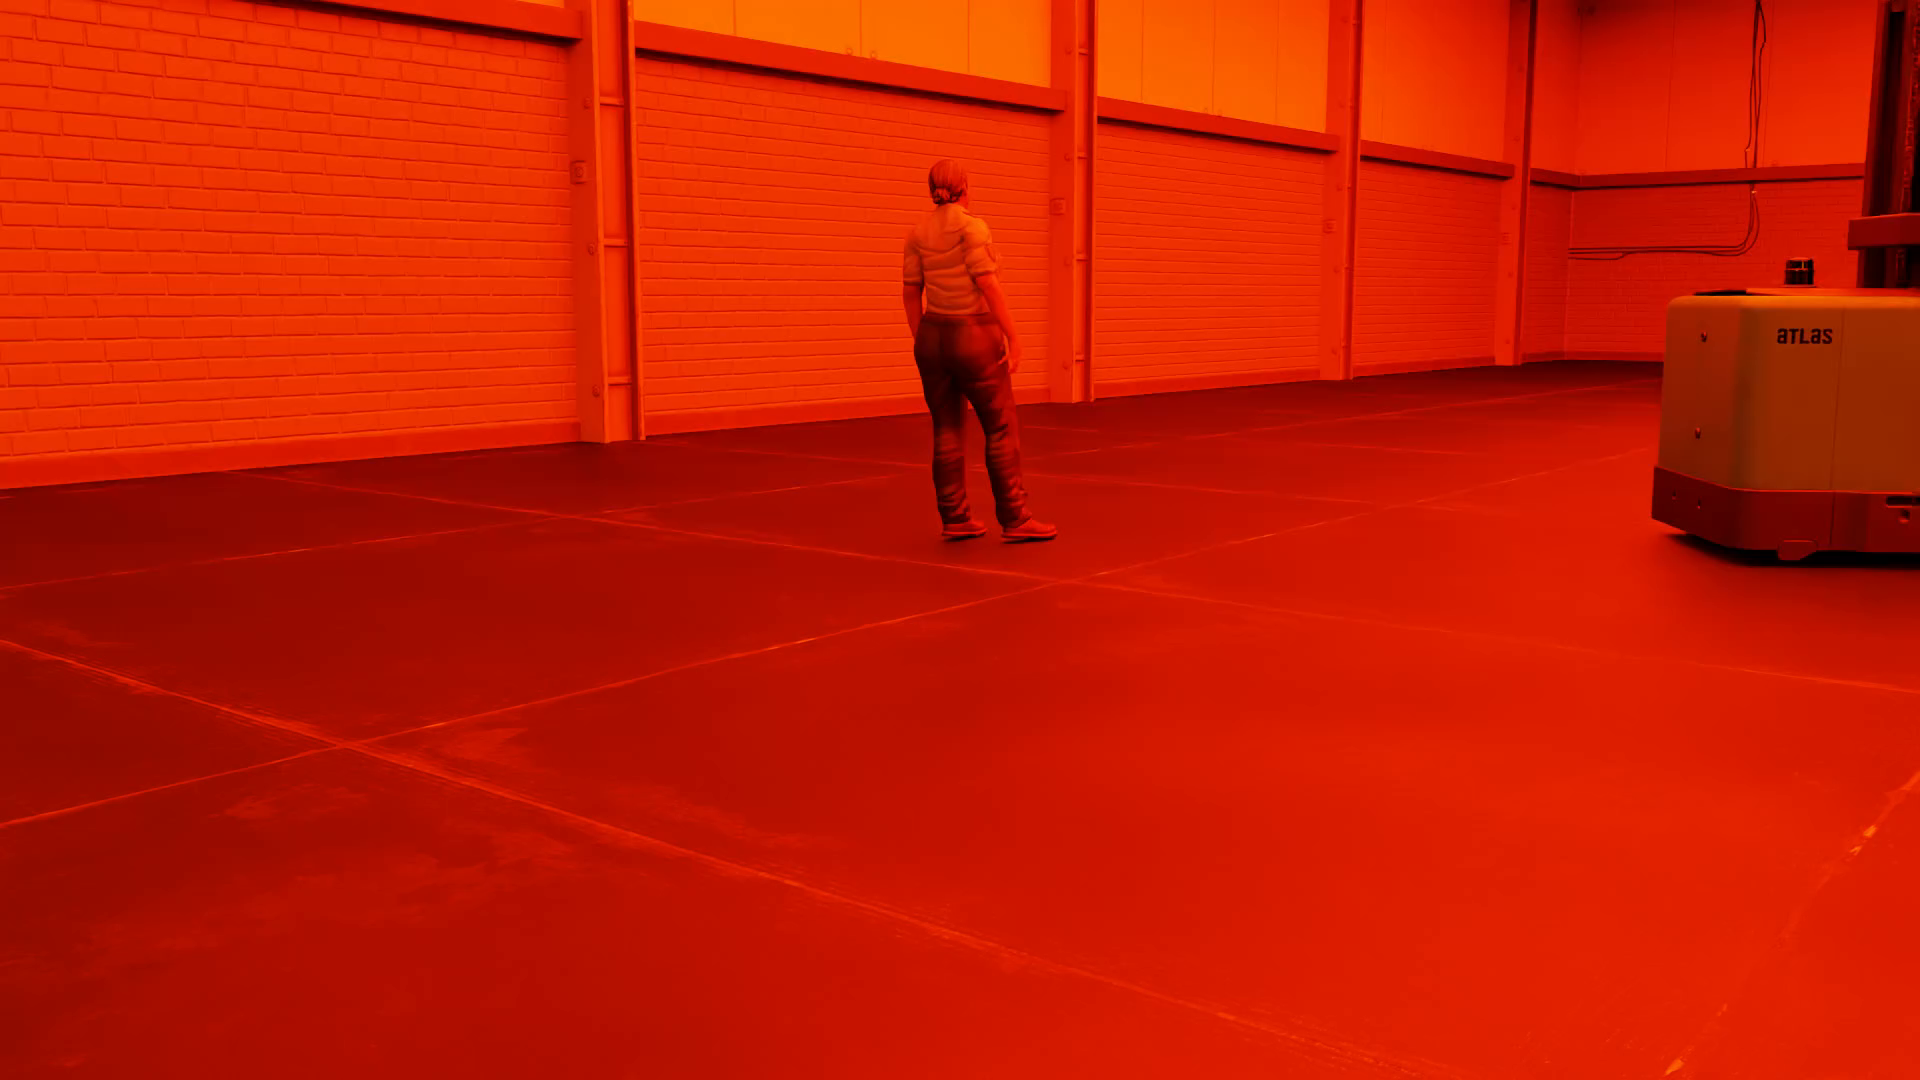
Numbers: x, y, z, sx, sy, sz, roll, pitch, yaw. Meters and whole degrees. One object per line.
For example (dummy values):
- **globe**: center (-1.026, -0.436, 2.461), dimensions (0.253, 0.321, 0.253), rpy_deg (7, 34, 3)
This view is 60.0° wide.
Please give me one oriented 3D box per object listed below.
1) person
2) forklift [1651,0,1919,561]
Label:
- **person**: center (0.074, -0.831, 7.339), dimensions (0.598, 1.651, 0.503), rpy_deg (7, 11, 38)
- **forklift**: center (4.631, -1.399, 6.845), dimensions (3.031, 2.935, 1.130), rpy_deg (1, 8, 4)
